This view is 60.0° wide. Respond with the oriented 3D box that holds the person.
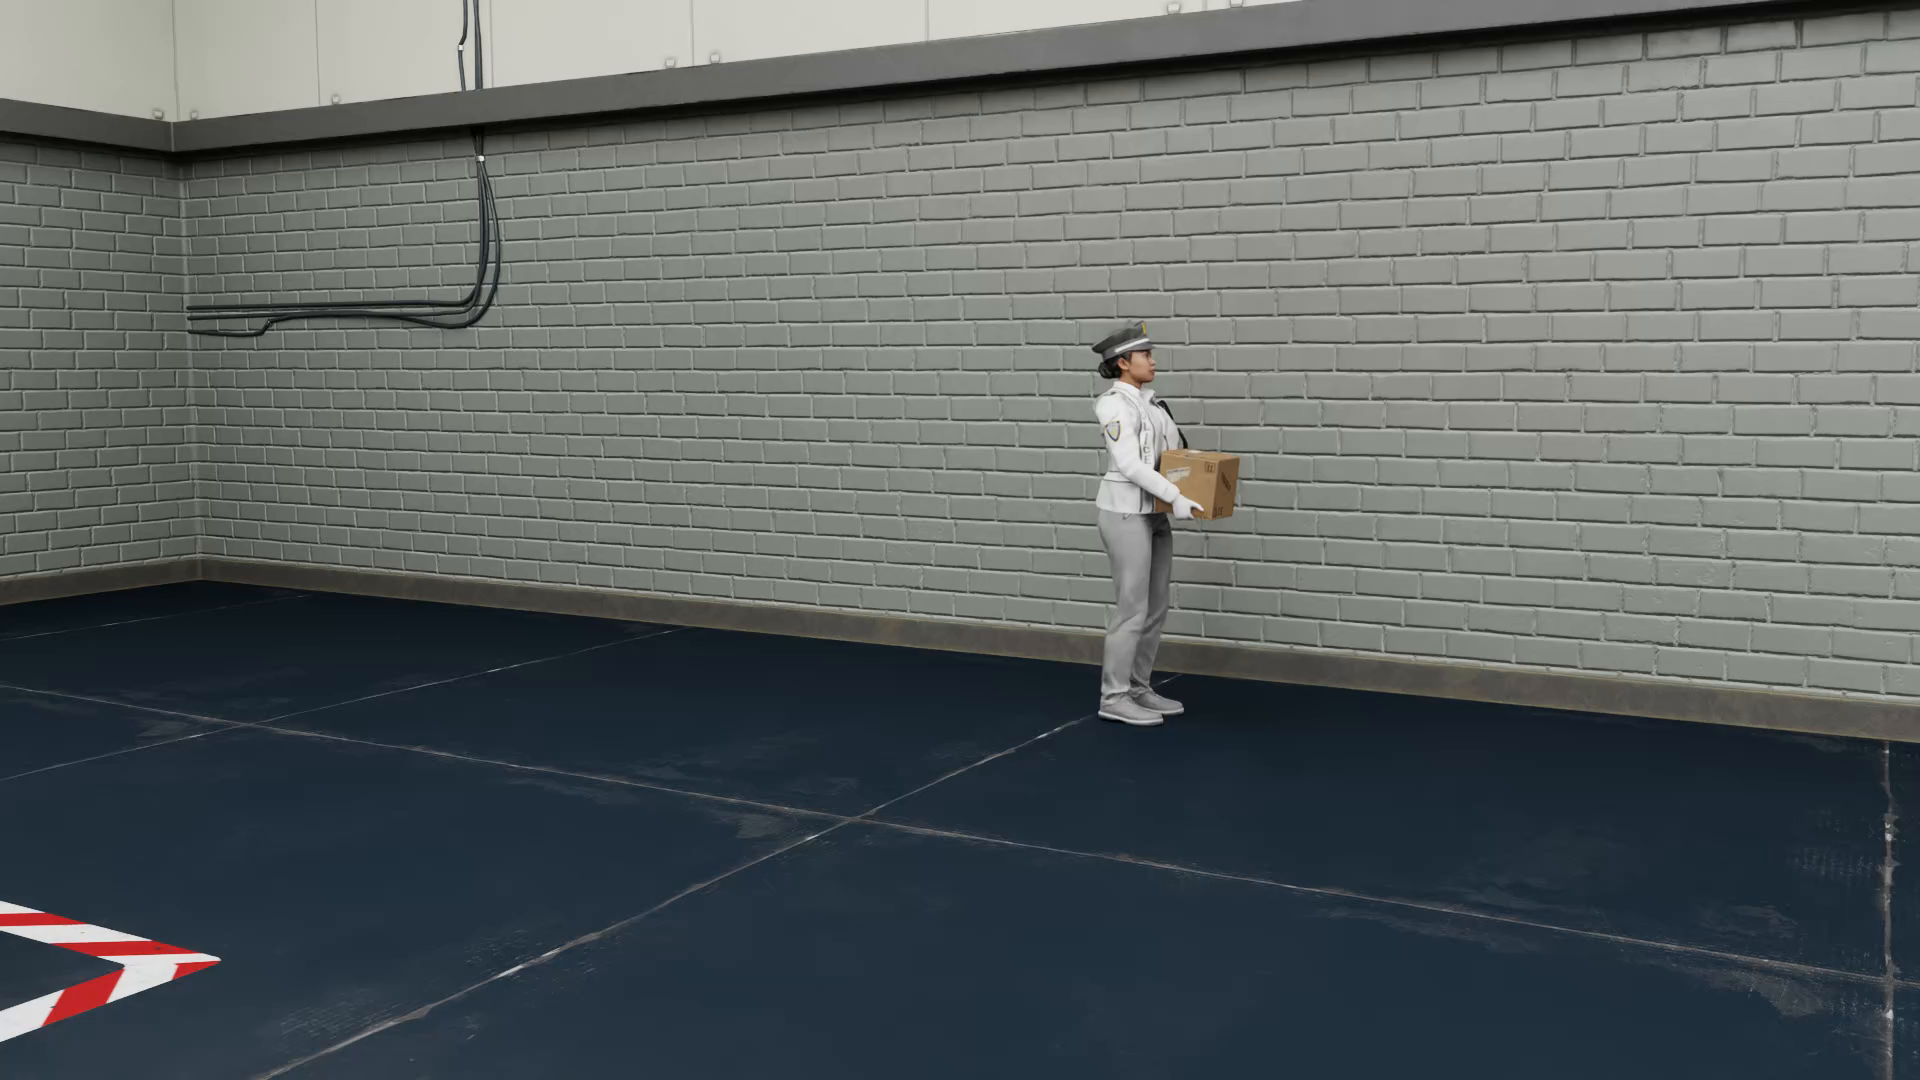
[{"bbox_3d":[0.812,-0.079,7.000,0.562,1.686,0.459,3,7,30],"label":"person"}]
